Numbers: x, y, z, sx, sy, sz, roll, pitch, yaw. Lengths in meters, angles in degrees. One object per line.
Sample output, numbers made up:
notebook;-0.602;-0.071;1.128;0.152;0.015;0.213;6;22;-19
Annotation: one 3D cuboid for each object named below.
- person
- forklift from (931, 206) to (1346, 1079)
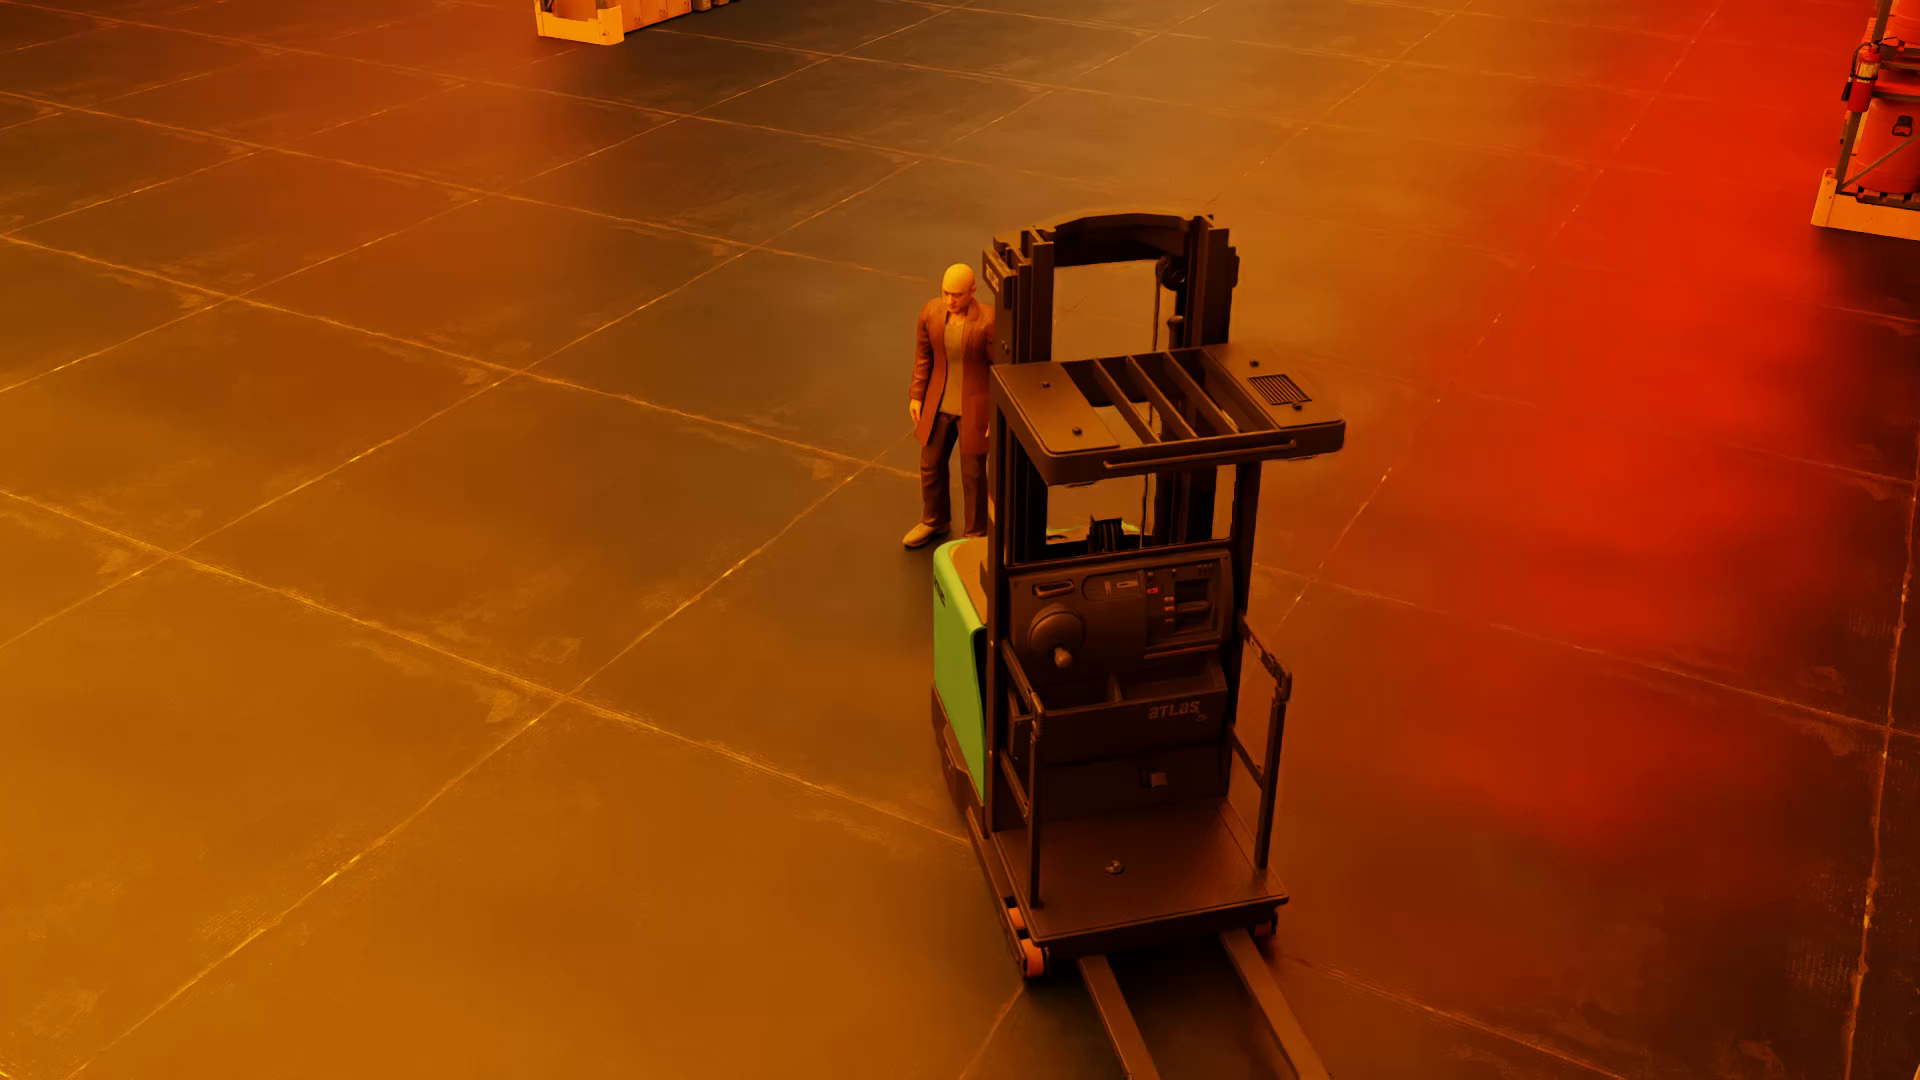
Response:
person;-0.007;-0.752;9.532;0.644;1.773;0.431;14;33;23
forklift;0.708;0.327;6.504;1.130;2.935;3.031;-7;31;-12
